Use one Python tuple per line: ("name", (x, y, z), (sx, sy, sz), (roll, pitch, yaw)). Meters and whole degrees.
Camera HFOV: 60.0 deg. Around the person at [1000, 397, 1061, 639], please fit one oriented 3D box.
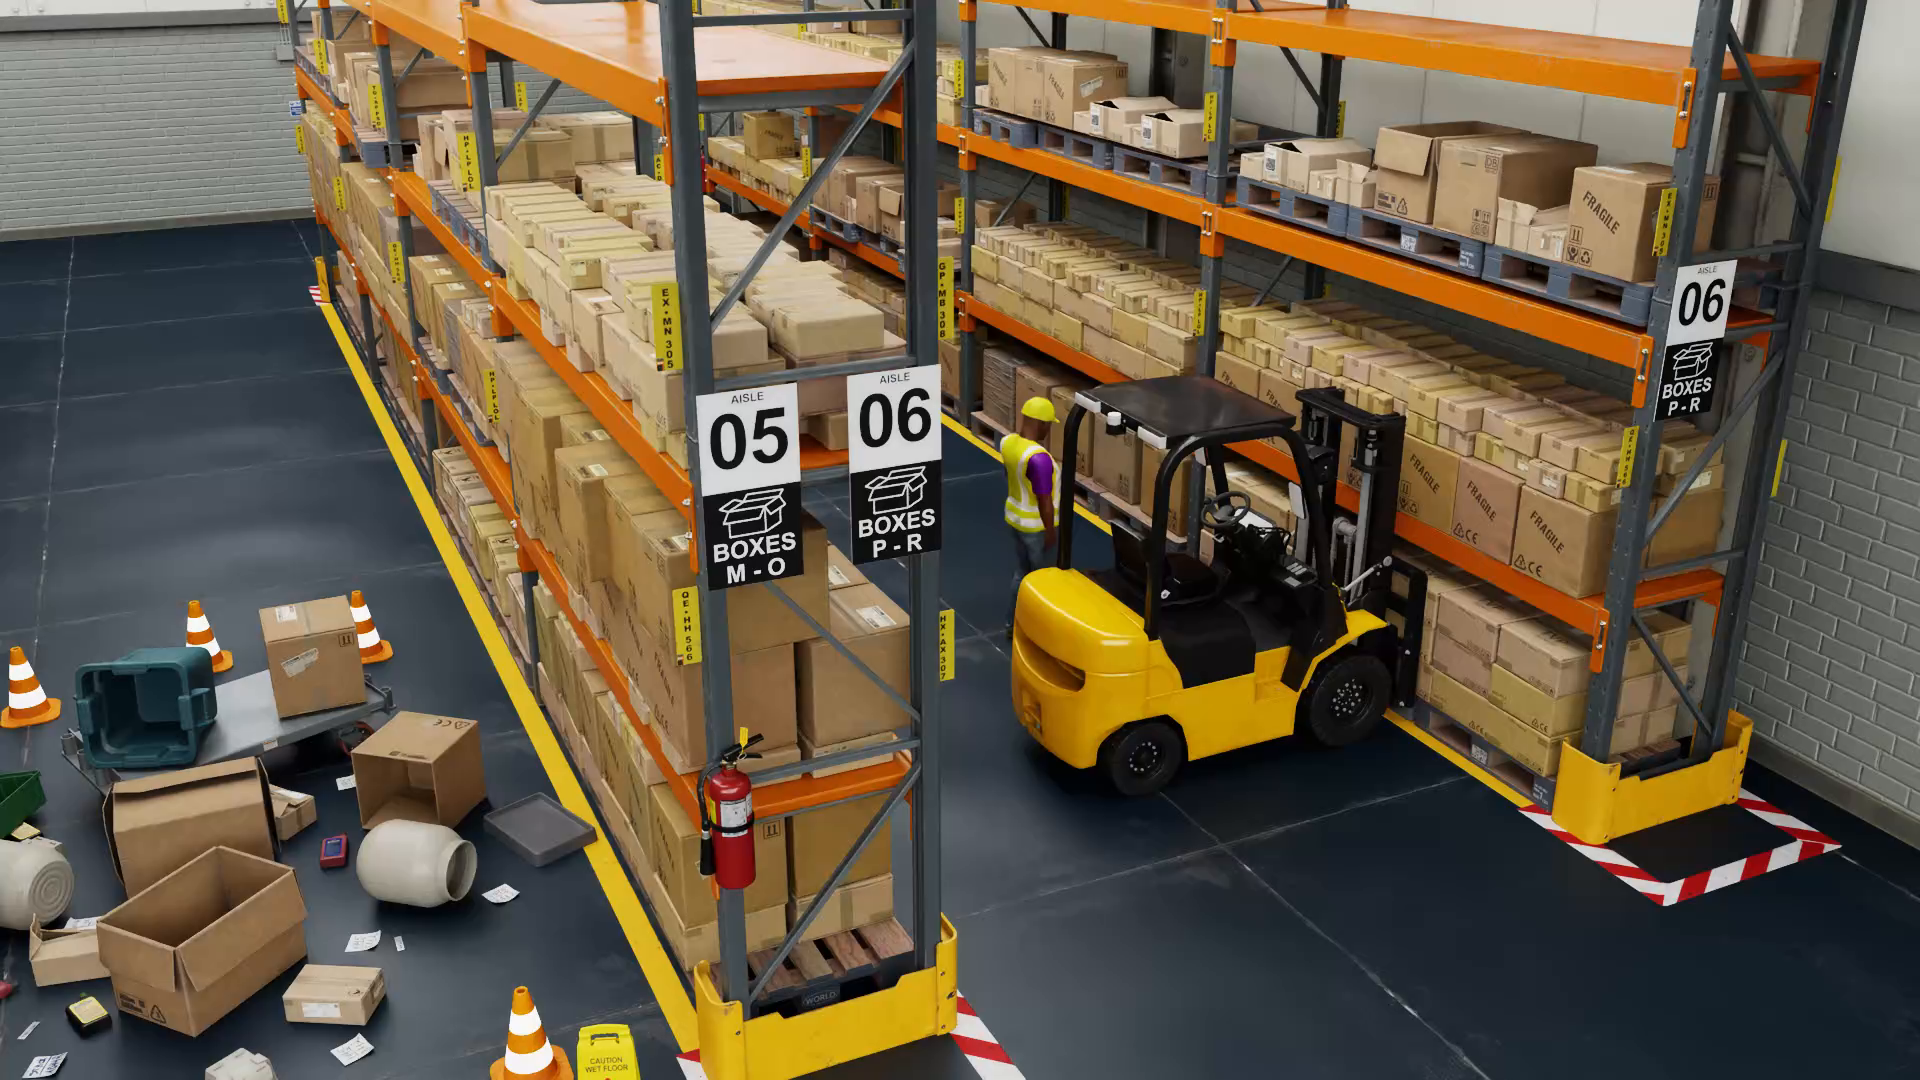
("person", (0.493, -0.122, 11.302), (0.373, 1.757, 0.569), (-10, 24, -23))
